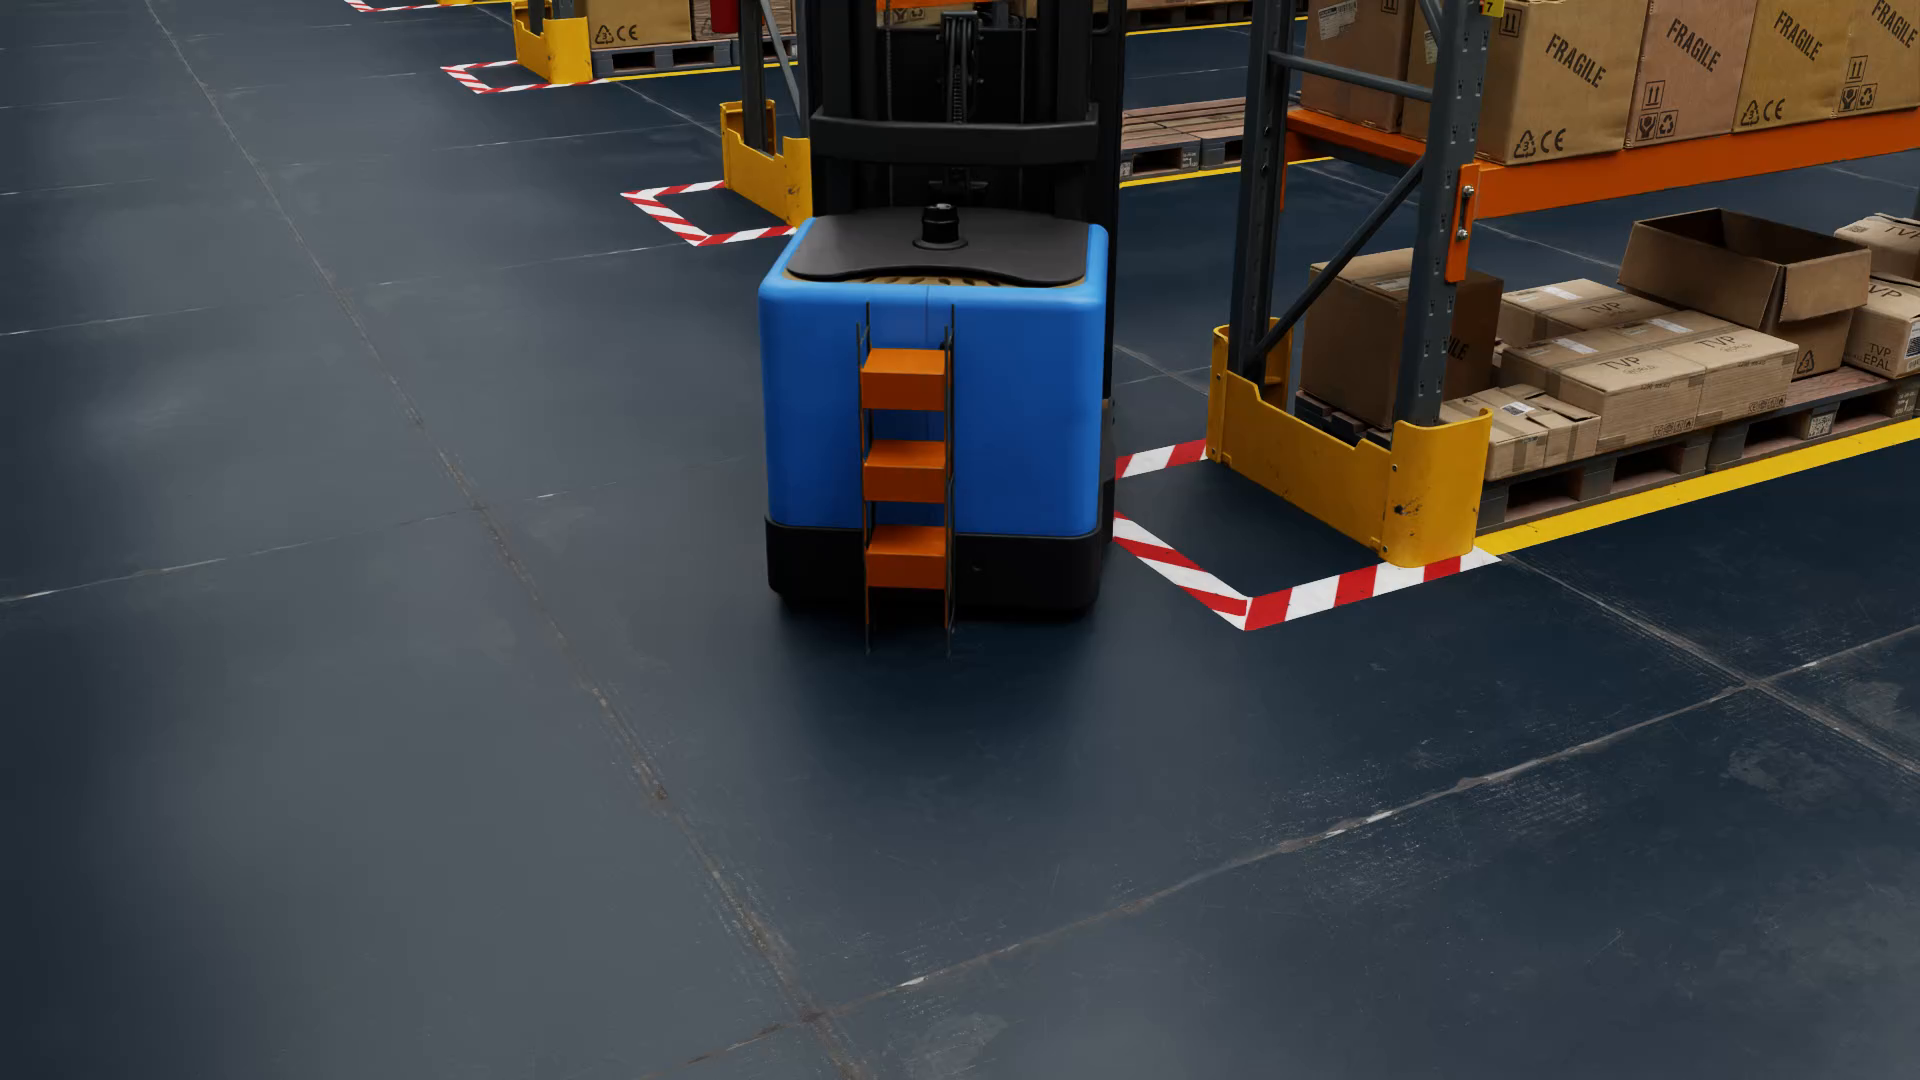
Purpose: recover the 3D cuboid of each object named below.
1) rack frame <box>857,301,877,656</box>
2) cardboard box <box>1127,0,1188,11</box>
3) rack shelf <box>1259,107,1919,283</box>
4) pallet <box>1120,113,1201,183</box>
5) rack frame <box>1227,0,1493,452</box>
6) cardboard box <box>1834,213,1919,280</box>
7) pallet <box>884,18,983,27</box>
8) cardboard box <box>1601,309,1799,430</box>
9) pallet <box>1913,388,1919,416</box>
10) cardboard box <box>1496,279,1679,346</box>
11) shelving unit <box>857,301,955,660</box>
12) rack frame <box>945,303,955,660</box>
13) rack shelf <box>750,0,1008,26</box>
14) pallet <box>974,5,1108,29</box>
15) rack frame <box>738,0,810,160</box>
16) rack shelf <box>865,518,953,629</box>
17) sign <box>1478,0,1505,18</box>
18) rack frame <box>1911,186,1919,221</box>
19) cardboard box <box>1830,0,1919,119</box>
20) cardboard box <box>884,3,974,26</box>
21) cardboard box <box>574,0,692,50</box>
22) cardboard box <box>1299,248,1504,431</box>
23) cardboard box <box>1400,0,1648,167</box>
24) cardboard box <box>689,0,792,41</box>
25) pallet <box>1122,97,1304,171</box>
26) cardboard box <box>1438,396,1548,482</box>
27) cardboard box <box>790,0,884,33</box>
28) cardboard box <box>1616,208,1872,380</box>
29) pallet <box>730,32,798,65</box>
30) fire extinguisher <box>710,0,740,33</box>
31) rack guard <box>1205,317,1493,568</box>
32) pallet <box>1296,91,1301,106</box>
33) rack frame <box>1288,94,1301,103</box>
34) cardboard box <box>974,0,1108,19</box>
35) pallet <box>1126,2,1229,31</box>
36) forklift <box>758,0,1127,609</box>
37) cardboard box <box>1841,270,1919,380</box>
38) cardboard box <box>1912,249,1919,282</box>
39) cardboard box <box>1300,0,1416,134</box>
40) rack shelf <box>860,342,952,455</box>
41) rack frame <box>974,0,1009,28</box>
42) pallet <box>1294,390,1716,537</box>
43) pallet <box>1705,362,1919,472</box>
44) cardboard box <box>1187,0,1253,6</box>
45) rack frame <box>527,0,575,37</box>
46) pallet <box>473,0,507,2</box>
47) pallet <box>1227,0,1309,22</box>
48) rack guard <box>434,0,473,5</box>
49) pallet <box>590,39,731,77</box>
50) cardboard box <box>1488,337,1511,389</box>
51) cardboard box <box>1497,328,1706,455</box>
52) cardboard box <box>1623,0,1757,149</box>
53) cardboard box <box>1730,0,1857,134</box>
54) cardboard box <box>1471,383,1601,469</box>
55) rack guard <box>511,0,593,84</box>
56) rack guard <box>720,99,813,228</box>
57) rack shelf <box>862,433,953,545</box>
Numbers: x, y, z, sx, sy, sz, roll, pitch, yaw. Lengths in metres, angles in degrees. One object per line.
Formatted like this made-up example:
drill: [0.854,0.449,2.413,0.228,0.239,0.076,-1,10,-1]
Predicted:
rack frame: [-0.271,-0.165,4.881,0.008,1.050,0.200,2,26,5]
cardboard box: [1.500,-5.641,16.003,0.875,0.875,1.225,-14,29,-27]
rack shelf: [3.051,-1.573,6.393,4.000,0.370,1.077,-13,29,-25]
pallet: [0.779,-2.526,10.767,1.213,0.211,1.003,-13,29,-25]
rack frame: [1.286,-1.490,5.389,0.127,3.000,1.000,-13,29,-25]
cardboard box: [4.343,-1.288,7.566,0.500,0.311,0.500,-13,29,-25]
pallet: [-0.551,-4.707,15.310,1.213,0.211,1.003,-13,29,-25]
cardboard box: [2.781,-0.655,6.318,0.500,0.250,0.500,-13,29,-25]
pallet: [4.209,-0.908,7.399,1.213,0.211,1.003,-13,29,-25]
cardboard box: [2.502,-0.836,6.694,0.500,0.250,0.500,-13,29,-25]
shelving unit: [-0.150,-0.161,4.871,0.252,1.050,0.215,2,26,5]
rack frame: [-0.028,-0.156,4.861,0.008,1.050,0.200,2,26,5]
rack shelf: [0.723,-3.466,10.334,4.000,0.370,1.077,-13,29,-25]
pallet: [0.802,-5.018,15.958,1.213,0.211,1.003,-13,29,-25]
rack frame: [-1.042,-3.383,9.330,0.127,3.000,1.000,-13,29,-25]
rack shelf: [-0.150,0.099,4.996,0.240,0.259,0.215,2,26,5]
sign: [1.541,-1.674,4.770,0.005,0.325,0.100,-13,29,-25]
rack frame: [4.815,-2.305,7.085,0.127,3.000,1.000,-13,29,-25]
cardboard box: [3.140,-1.835,5.990,0.500,0.500,0.500,-13,28,-24]
cardboard box: [-0.463,-5.217,15.120,0.875,0.875,0.875,-13,29,-25]
cardboard box: [-2.845,-4.667,13.974,0.875,0.875,0.875,-13,29,-25]
cardboard box: [1.650,-0.767,6.261,0.500,0.500,0.500,-13,29,-25]
cardboard box: [1.801,-1.525,5.346,0.500,0.500,0.500,-12,28,-24]
cardboard box: [-2.042,-4.852,14.360,0.875,0.875,0.875,-13,29,-25]
pallet: [1.857,-2.776,11.288,1.213,0.211,1.003,-13,29,-25]
cardboard box: [1.817,-0.358,5.815,0.250,0.149,0.380,-13,29,-25]
cardboard box: [-1.257,-5.034,14.738,0.875,0.875,0.875,-13,29,-25]
cardboard box: [3.160,-0.993,6.730,0.637,0.503,0.797,-13,29,-25]
pallet: [-1.629,-4.457,14.789,1.213,0.211,1.003,-13,29,-25]
fire extinguisher: [-1.389,-3.323,9.725,0.183,0.674,0.296,-13,29,-25]
rack guard: [1.353,-0.379,5.962,0.348,0.500,1.175,-13,29,-25]
pallet: [3.188,-3.082,11.925,1.213,0.211,1.003,-13,29,-25]
rack frame: [2.488,-4.198,11.027,0.127,3.000,1.000,-13,29,-25]
cardboard box: [0.712,-5.459,15.623,0.875,0.875,1.225,-13,29,-25]
pallet: [1.880,-5.268,16.479,1.213,0.211,1.003,-13,29,-25]
forklift: [0.043,-1.713,5.932,1.130,2.935,3.031,2,26,5]
cardboard box: [3.784,-0.914,6.787,0.500,0.311,0.500,-13,29,-25]
cardboard box: [4.446,-1.152,7.064,0.500,0.500,0.500,-13,29,-25]
cardboard box: [1.553,-1.731,5.774,0.500,0.500,0.500,-12,28,-24]
rack shelf: [-0.150,-0.407,4.753,0.240,0.259,0.215,2,26,5]
rack frame: [0.157,-6.089,14.967,0.127,3.000,1.000,-13,29,-25]
pallet: [2.056,-0.411,6.363,1.213,0.211,1.003,-13,29,-25]
pallet: [3.131,-0.658,6.877,1.213,0.211,1.003,-13,29,-25]
cardboard box: [2.278,-5.824,16.385,0.875,0.875,1.225,-13,29,-25]
rack frame: [-3.372,-5.275,13.270,0.127,3.000,1.000,-13,29,-25]
pallet: [-4.817,-6.100,18.211,1.213,0.211,1.003,-13,29,-25]
pallet: [2.955,-5.515,16.993,1.213,0.211,1.003,-13,29,-25]
rack guard: [-5.550,-6.078,17.832,0.348,0.500,1.175,-13,29,-25]
pallet: [-2.704,-4.210,14.275,1.213,0.211,1.003,-13,29,-25]
cardboard box: [2.049,-0.664,6.434,0.250,0.166,0.380,-13,29,-25]
cardboard box: [2.340,-0.553,6.106,0.500,0.250,0.500,-13,29,-25]
cardboard box: [2.254,-1.632,5.569,0.500,0.500,0.500,-13,29,-26]
cardboard box: [2.698,-1.733,5.779,0.500,0.500,0.500,-13,29,-25]
cardboard box: [2.038,-0.416,5.917,0.250,0.166,0.380,-13,29,-25]
rack guard: [-3.394,-4.143,13.801,0.348,0.500,1.175,-13,29,-25]
rack guard: [-1.057,-2.246,9.851,0.348,0.500,1.175,-13,29,-25]
rack shelf: [-0.150,-0.151,4.876,0.240,0.259,0.215,2,26,5]
